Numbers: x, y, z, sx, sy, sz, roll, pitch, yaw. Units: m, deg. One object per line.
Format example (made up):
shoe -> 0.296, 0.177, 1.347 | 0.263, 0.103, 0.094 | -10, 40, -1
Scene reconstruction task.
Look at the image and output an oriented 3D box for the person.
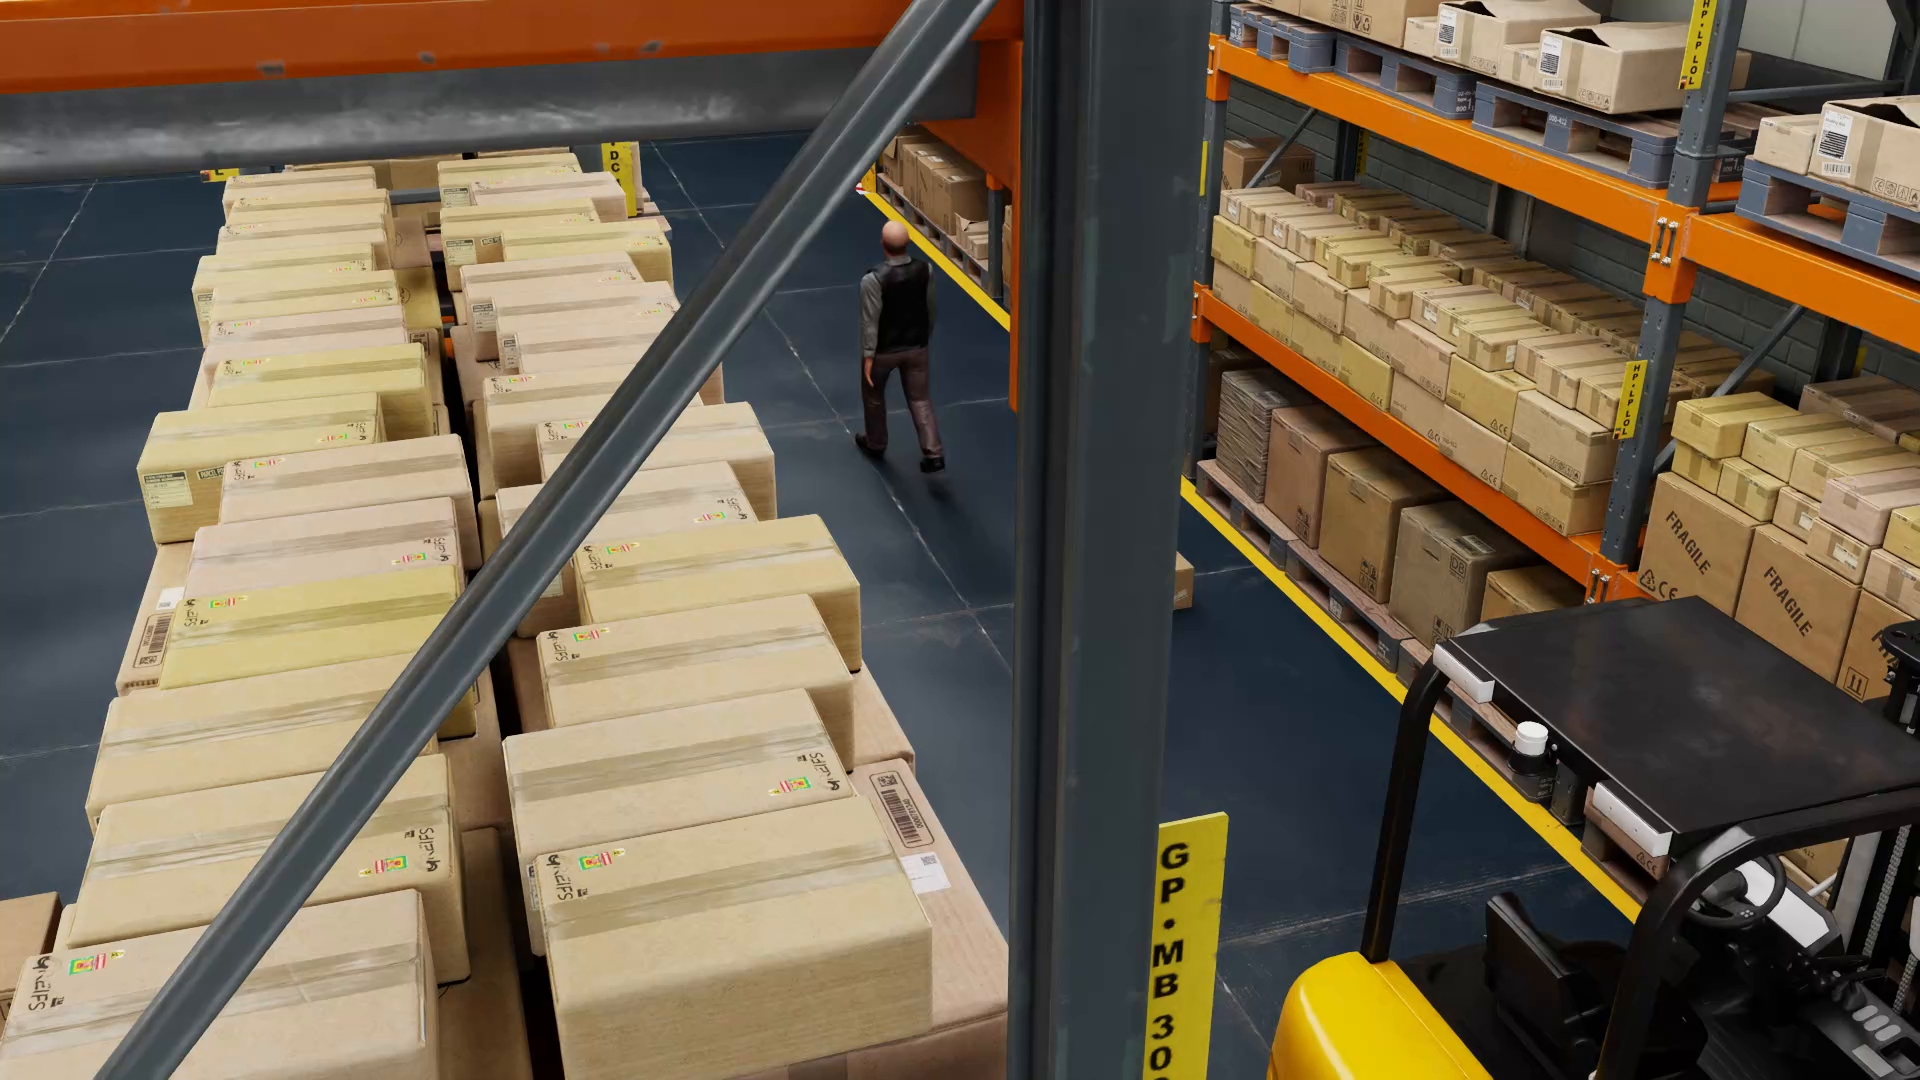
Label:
person -> -0.400, -1.240, 10.675 | 0.559, 1.679, 0.985 | -10, 28, -20
